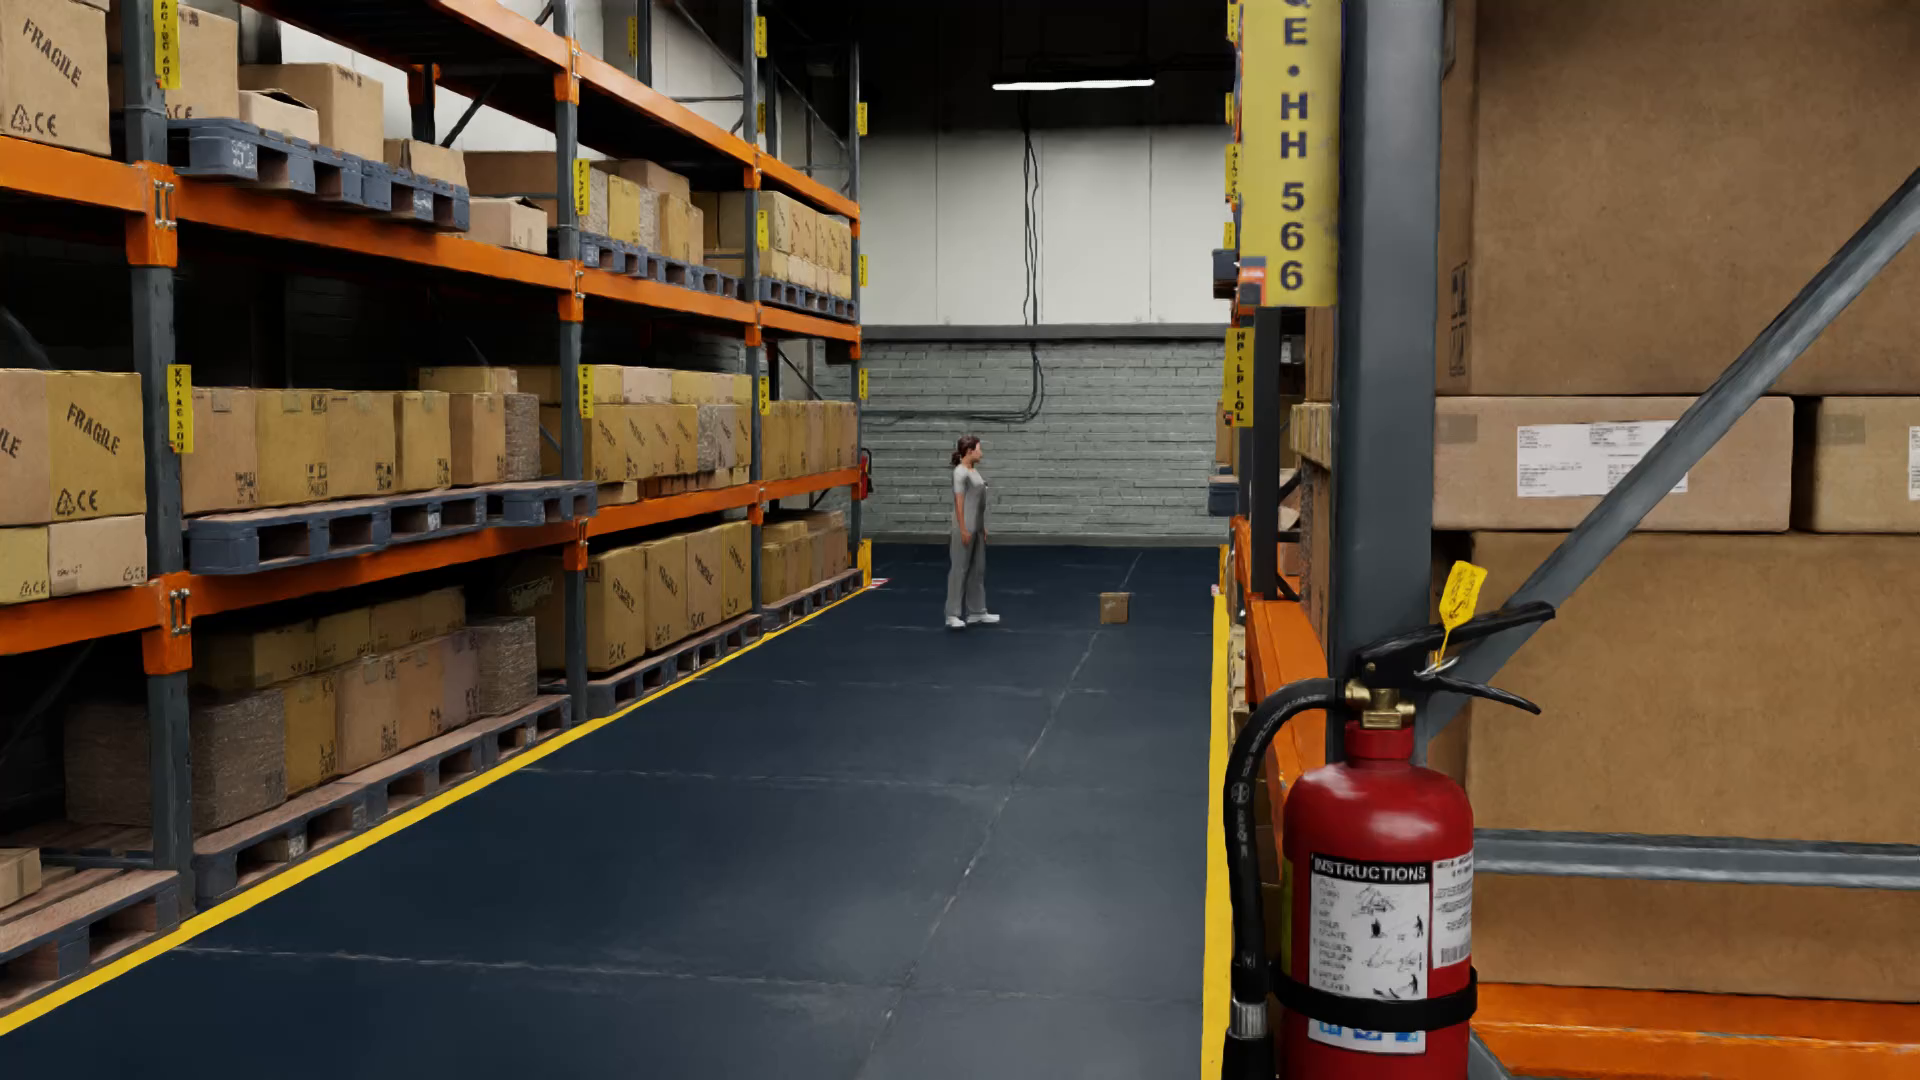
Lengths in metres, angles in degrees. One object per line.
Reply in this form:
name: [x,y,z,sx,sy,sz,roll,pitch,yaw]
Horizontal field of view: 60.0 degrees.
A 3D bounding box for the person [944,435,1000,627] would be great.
person: [0.088,-0.085,14.649,0.412,1.671,0.538,2,5,23]
